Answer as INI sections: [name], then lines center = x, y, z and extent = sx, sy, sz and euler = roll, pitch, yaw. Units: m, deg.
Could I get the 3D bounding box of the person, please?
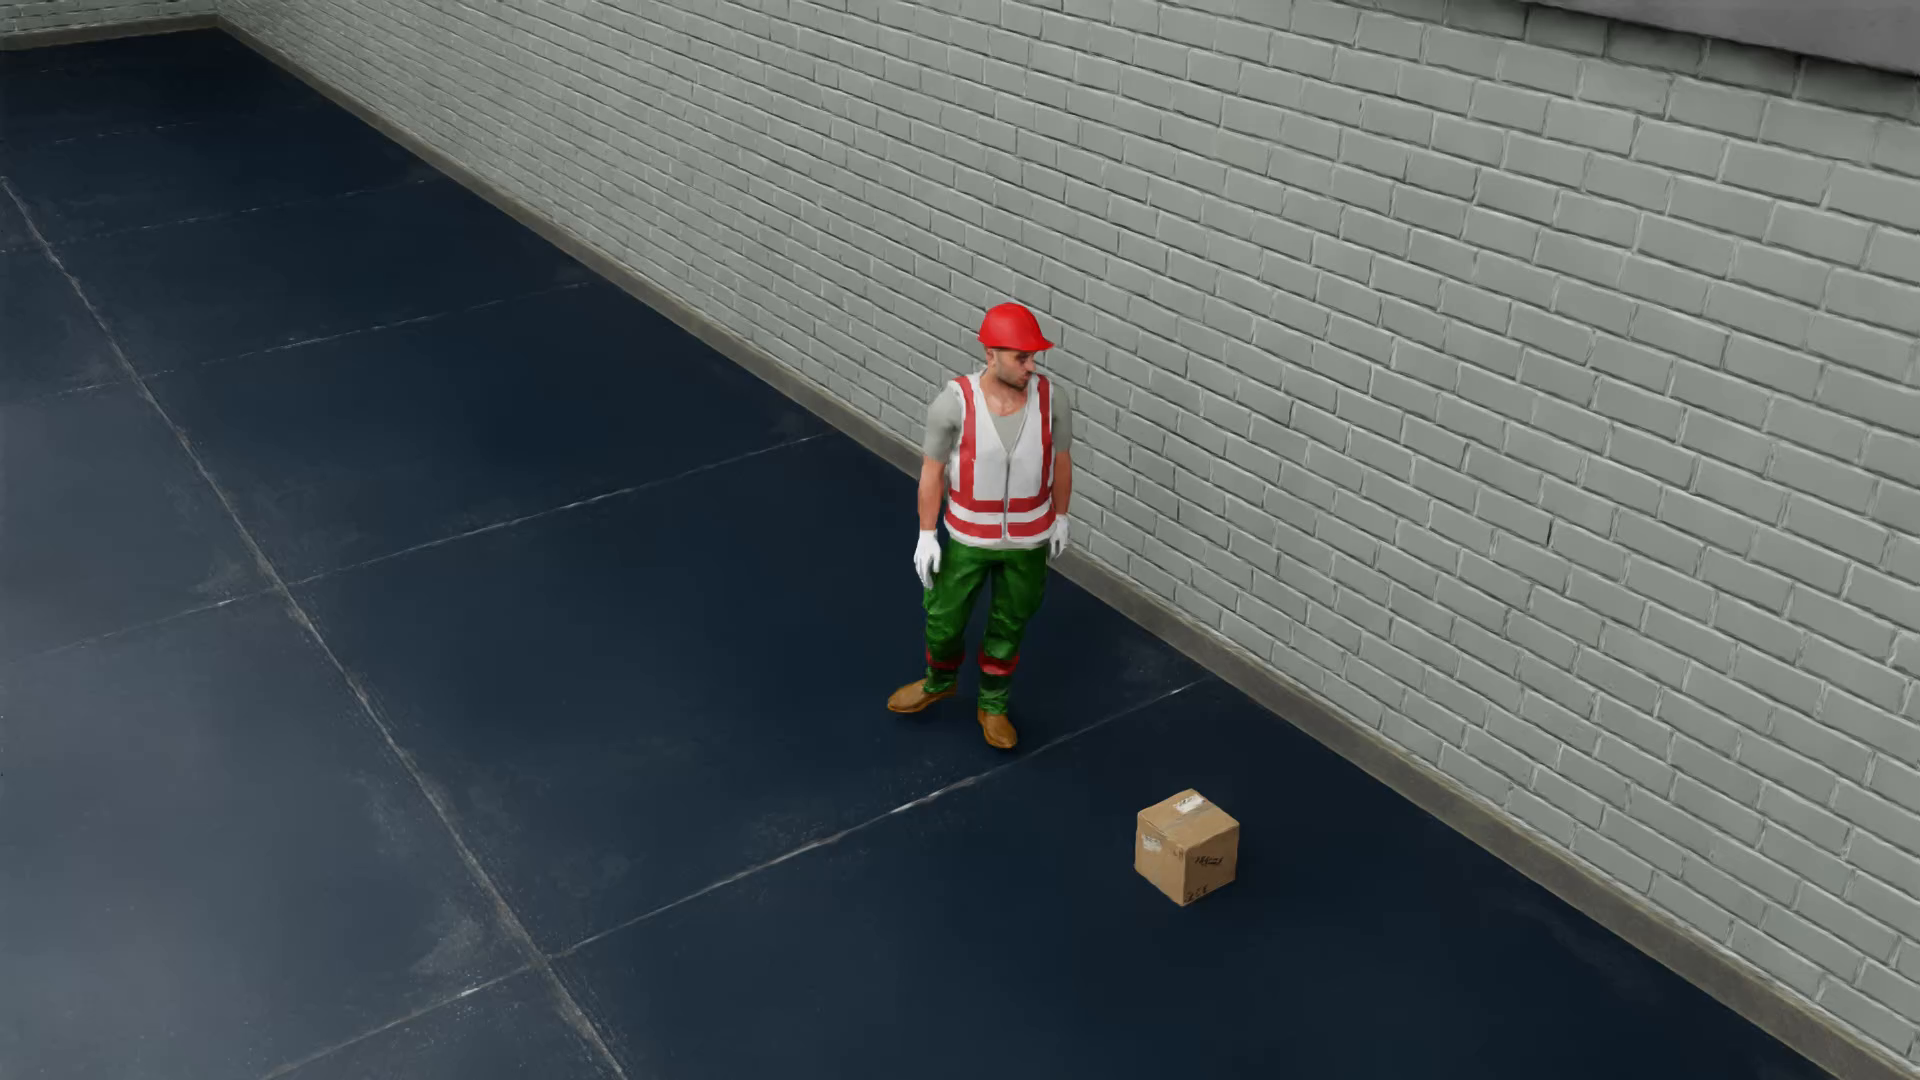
[person]
center = 0.071, -0.040, 6.135
extent = 0.700, 1.782, 0.449
euler = -3, 29, -6
